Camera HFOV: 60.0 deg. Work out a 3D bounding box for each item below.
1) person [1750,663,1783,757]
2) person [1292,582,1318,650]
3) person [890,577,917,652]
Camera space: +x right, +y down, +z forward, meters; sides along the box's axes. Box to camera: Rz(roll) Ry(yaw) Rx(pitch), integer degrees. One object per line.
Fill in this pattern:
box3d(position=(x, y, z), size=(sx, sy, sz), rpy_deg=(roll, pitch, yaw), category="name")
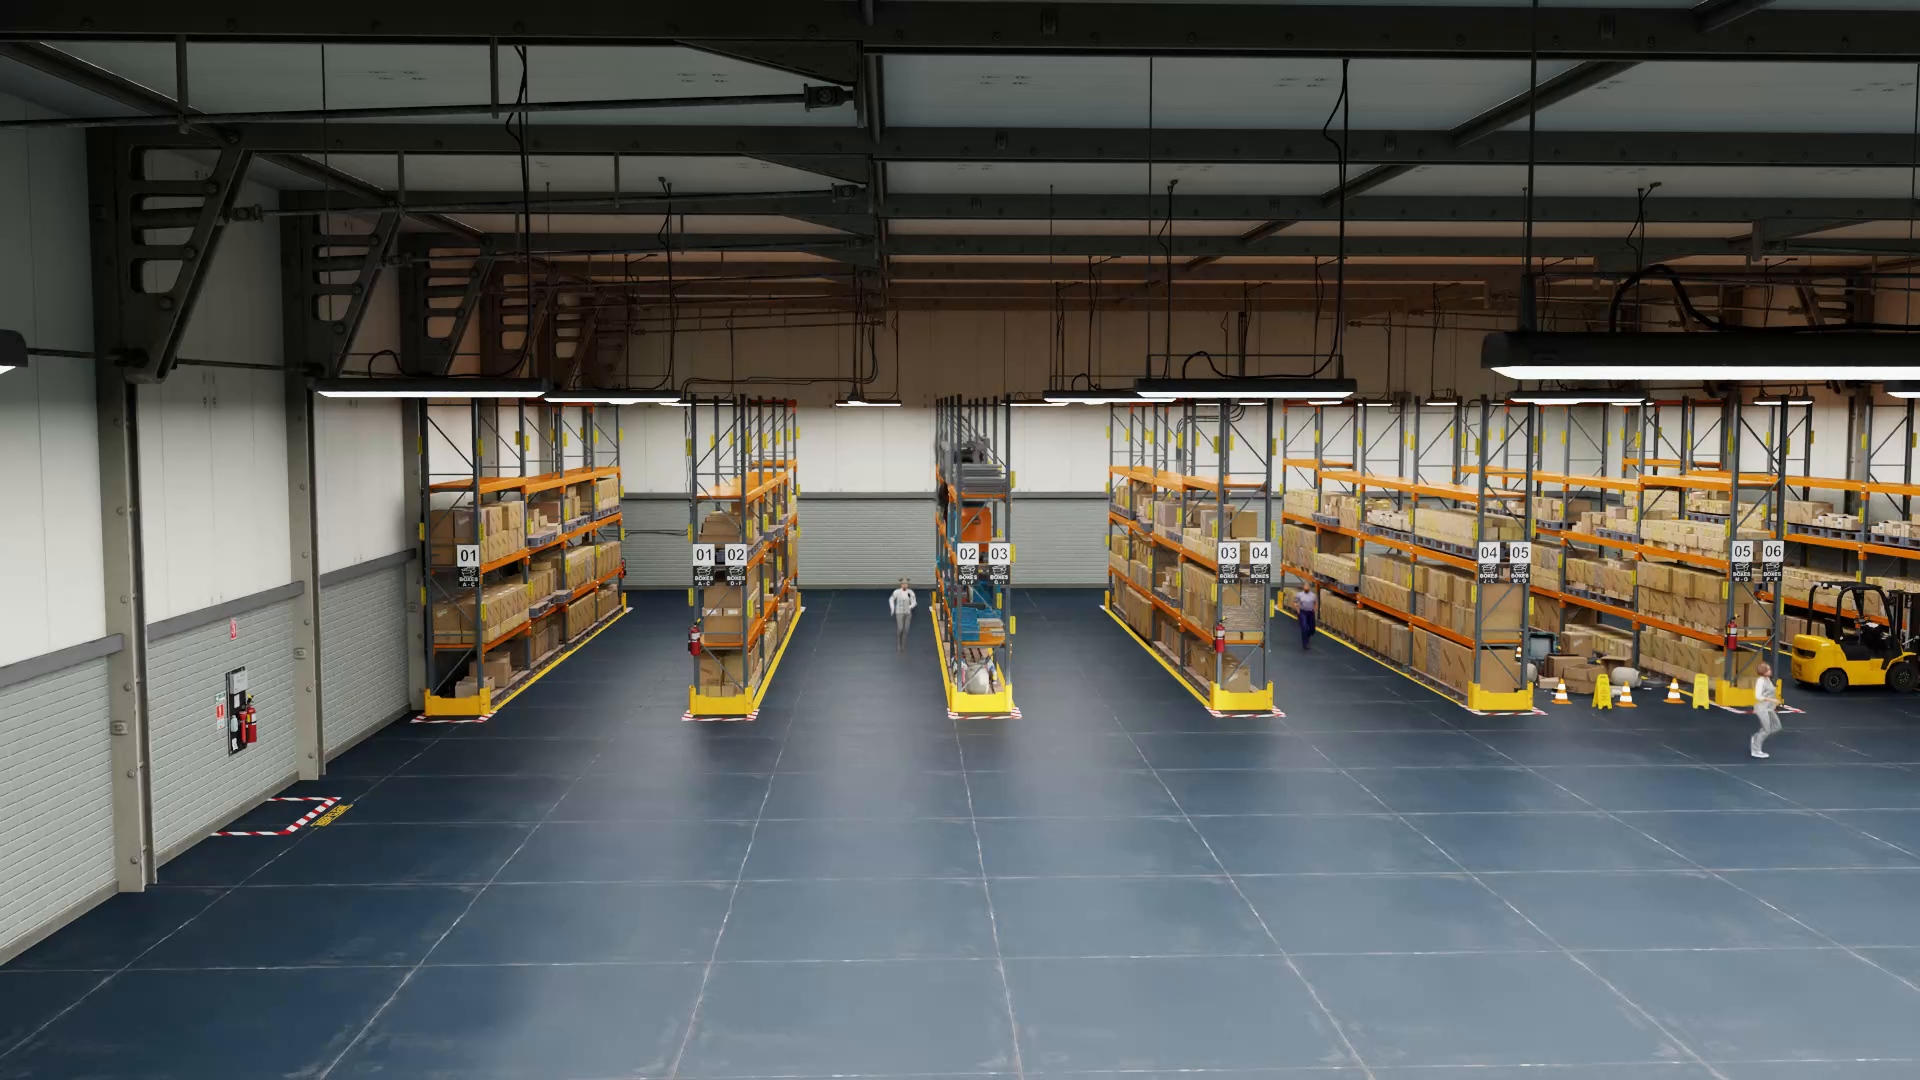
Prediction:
box3d(position=(13.233, 2.794, 27.251), size=(0.526, 1.556, 0.536), rpy_deg=(-4, 6, -45), category="person")
box3d(position=(8.263, 1.799, 39.763), size=(0.613, 1.590, 0.688), rpy_deg=(0, 5, -3), category="person")
box3d(position=(-1.262, 1.672, 37.243), size=(0.583, 1.690, 0.695), rpy_deg=(-1, 5, -9), category="person")
